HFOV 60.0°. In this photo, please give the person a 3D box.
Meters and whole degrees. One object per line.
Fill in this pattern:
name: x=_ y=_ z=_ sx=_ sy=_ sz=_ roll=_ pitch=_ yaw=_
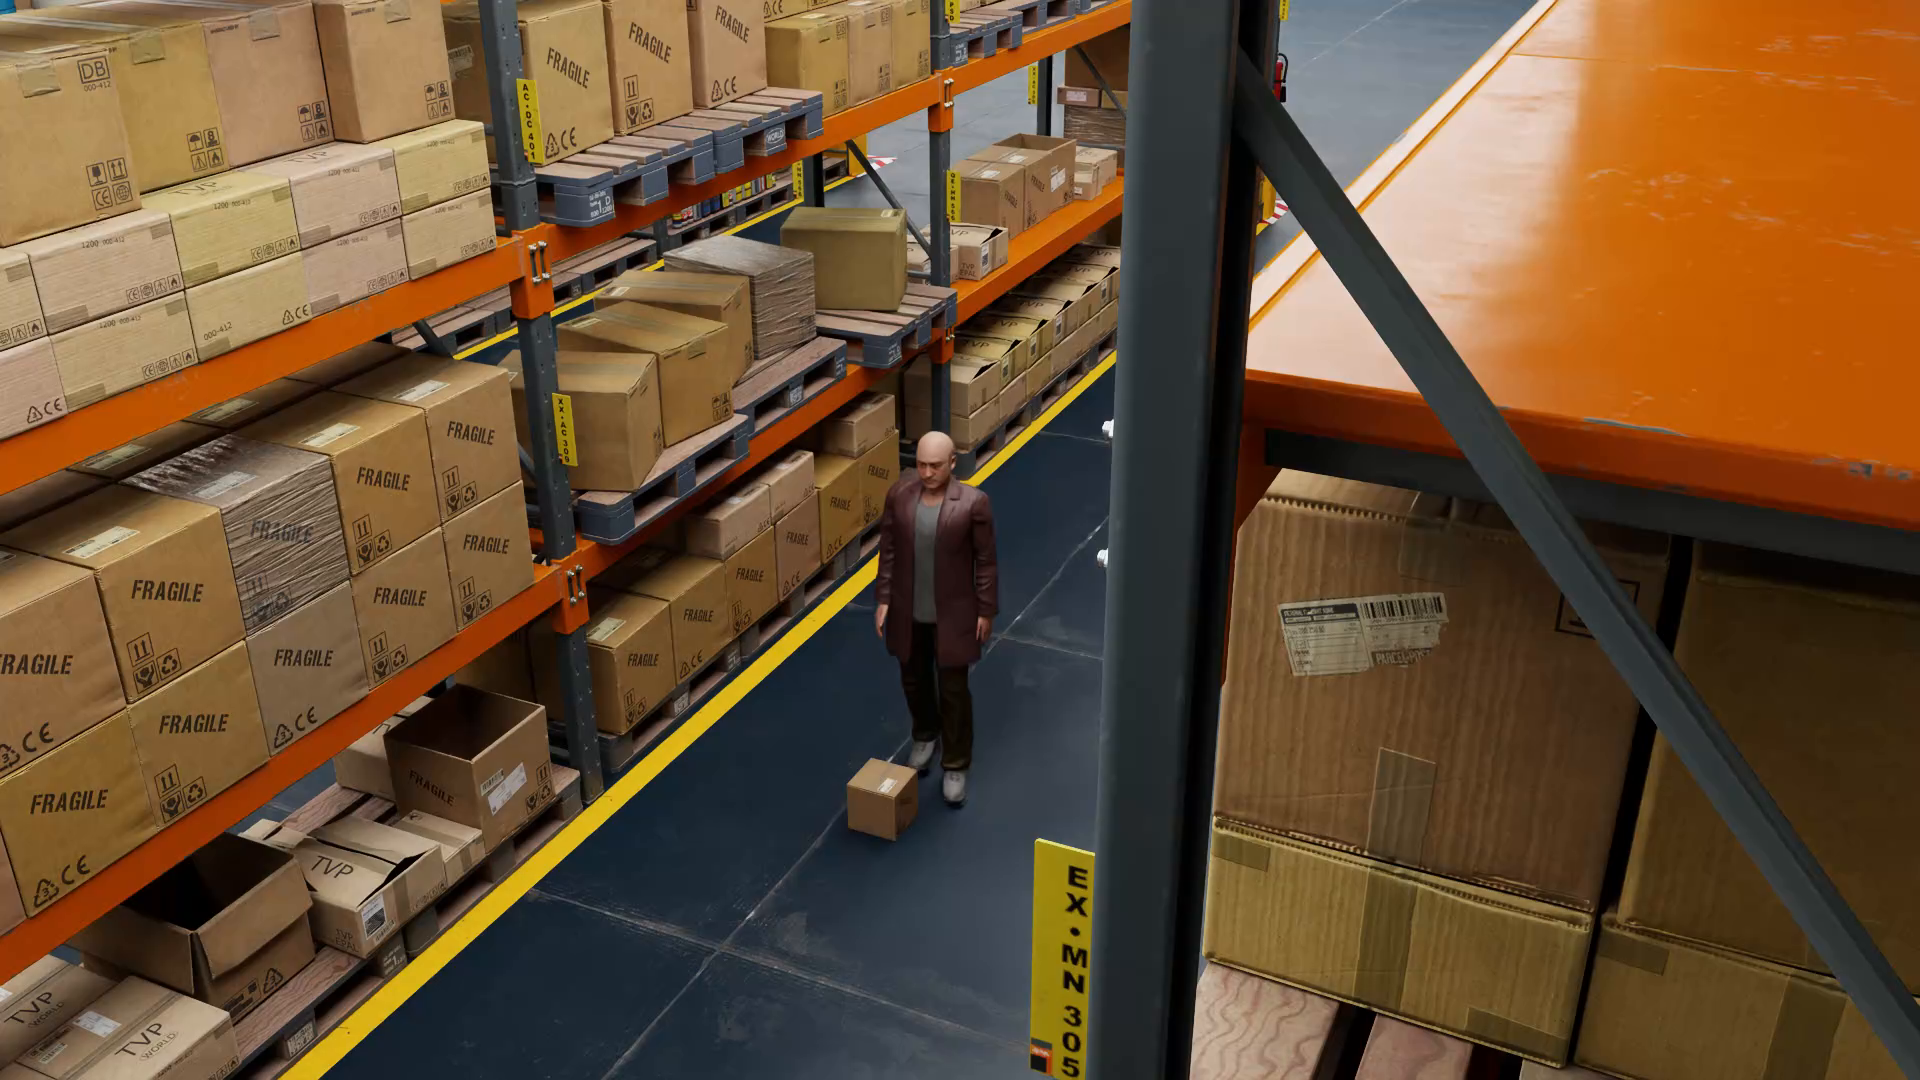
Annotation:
person: x=-0.135 y=0.322 z=7.932 sx=0.608 sy=1.787 sz=0.526 roll=9 pitch=27 yaw=18
